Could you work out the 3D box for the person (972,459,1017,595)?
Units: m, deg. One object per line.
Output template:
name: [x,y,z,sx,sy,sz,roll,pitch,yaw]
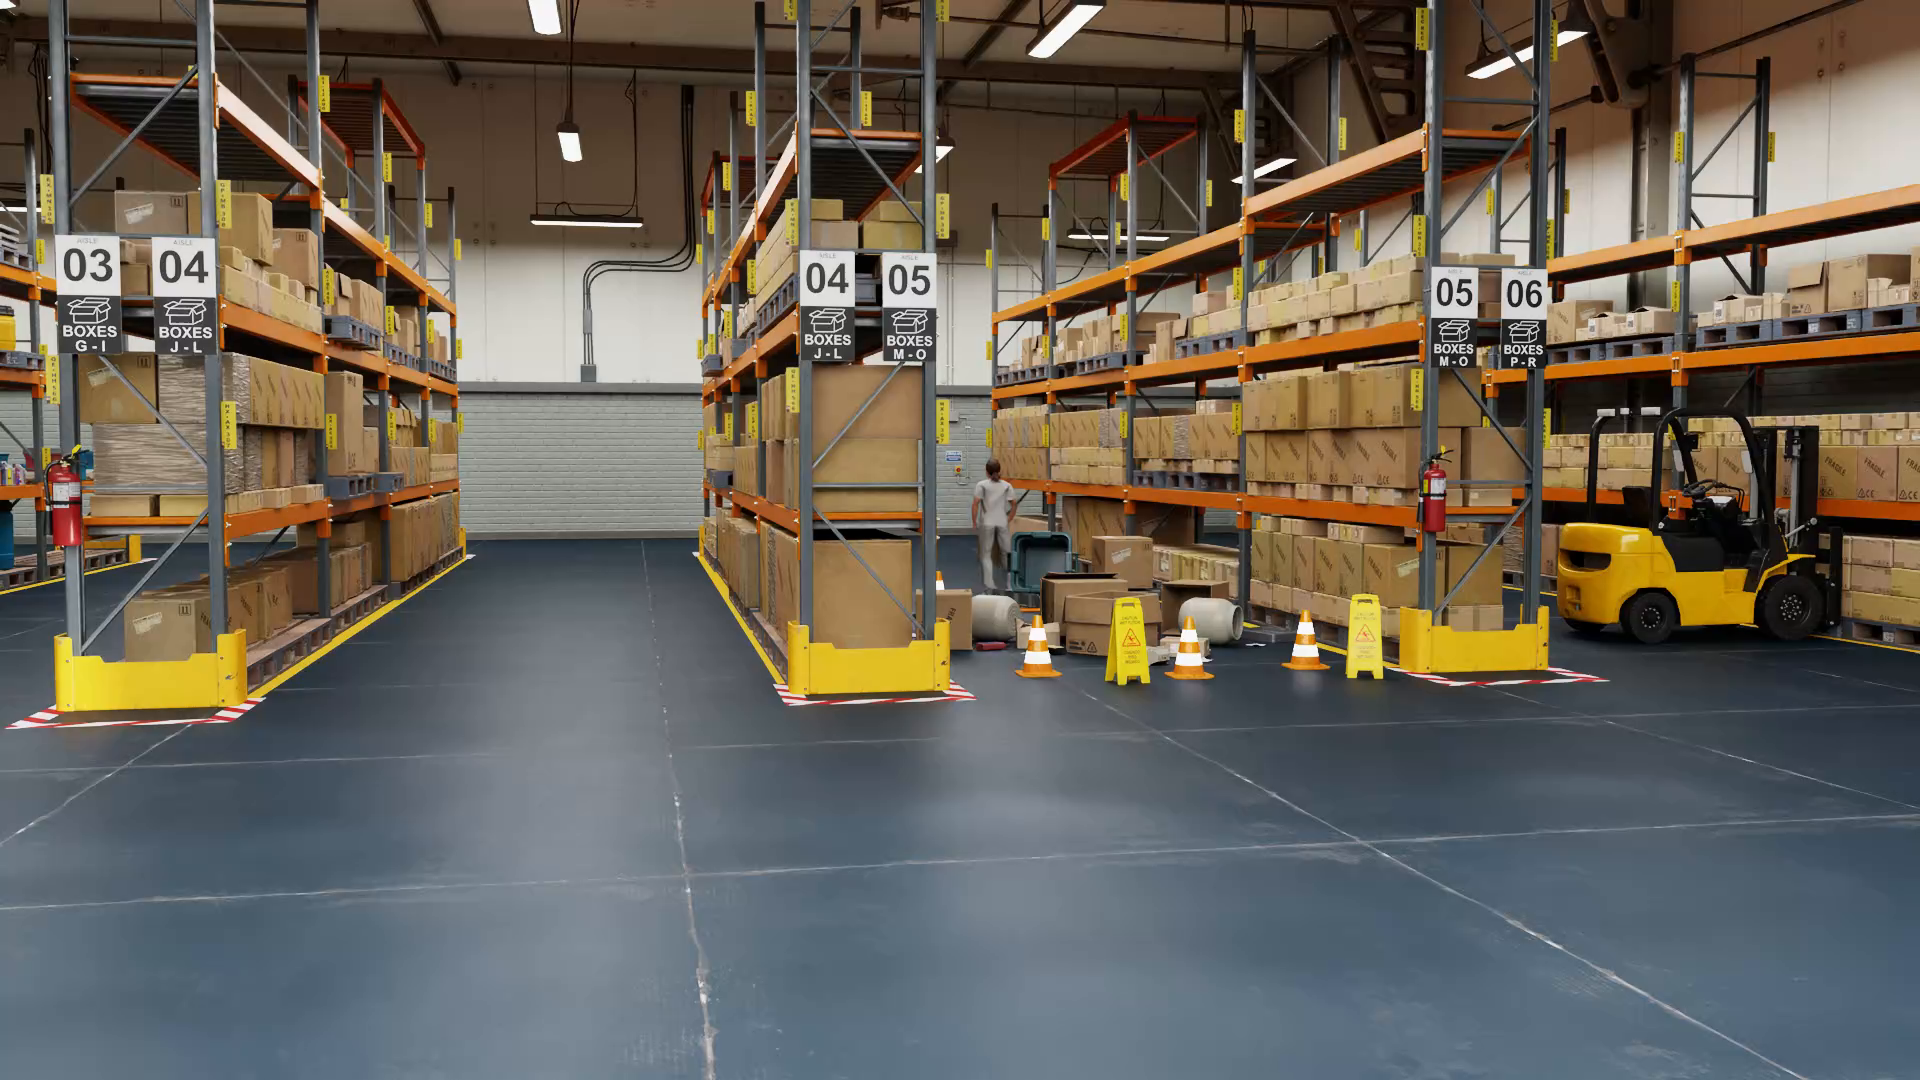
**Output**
person: [0.409,-0.134,19.730,0.557,1.655,0.400,-1,3,-12]
